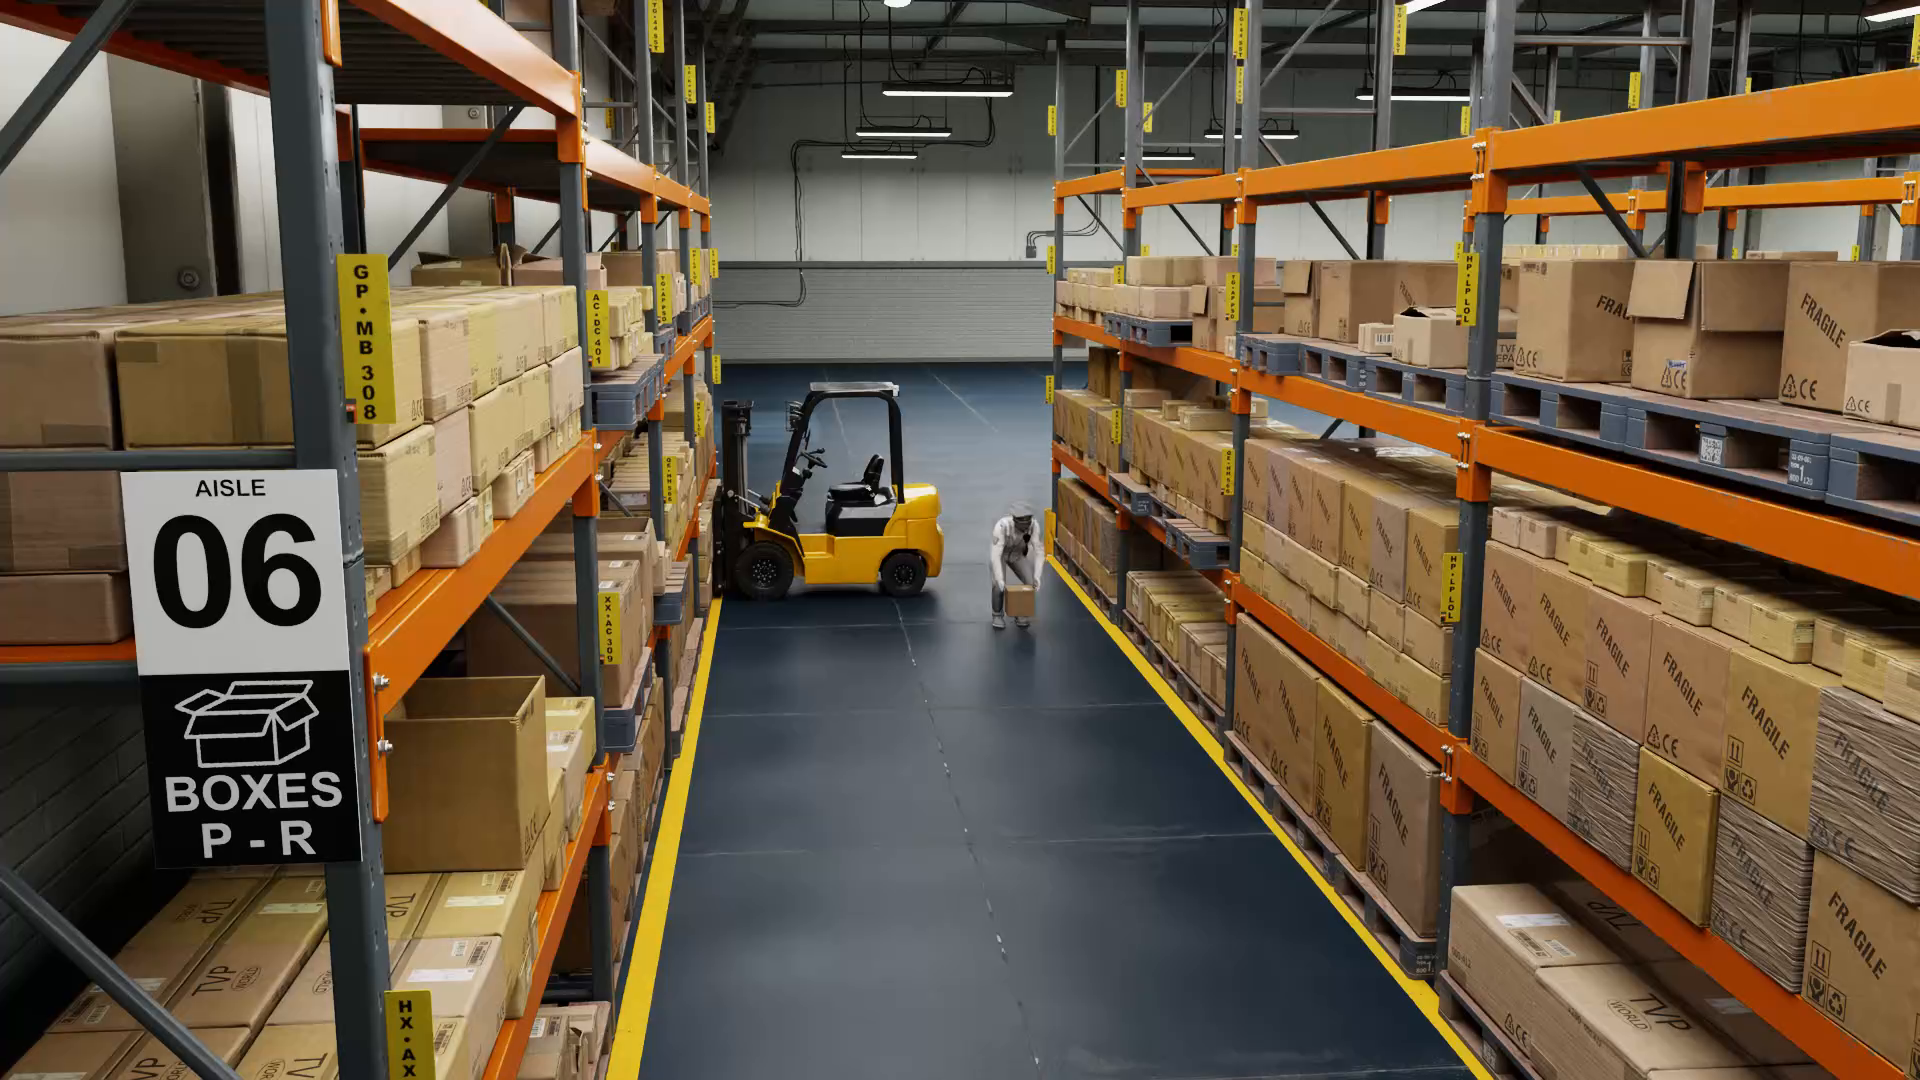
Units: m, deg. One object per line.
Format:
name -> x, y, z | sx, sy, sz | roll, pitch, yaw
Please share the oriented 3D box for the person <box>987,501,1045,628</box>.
person -> 0.528, 0.219, 15.903 | 0.522, 1.239, 0.771 | -2, 10, -10
